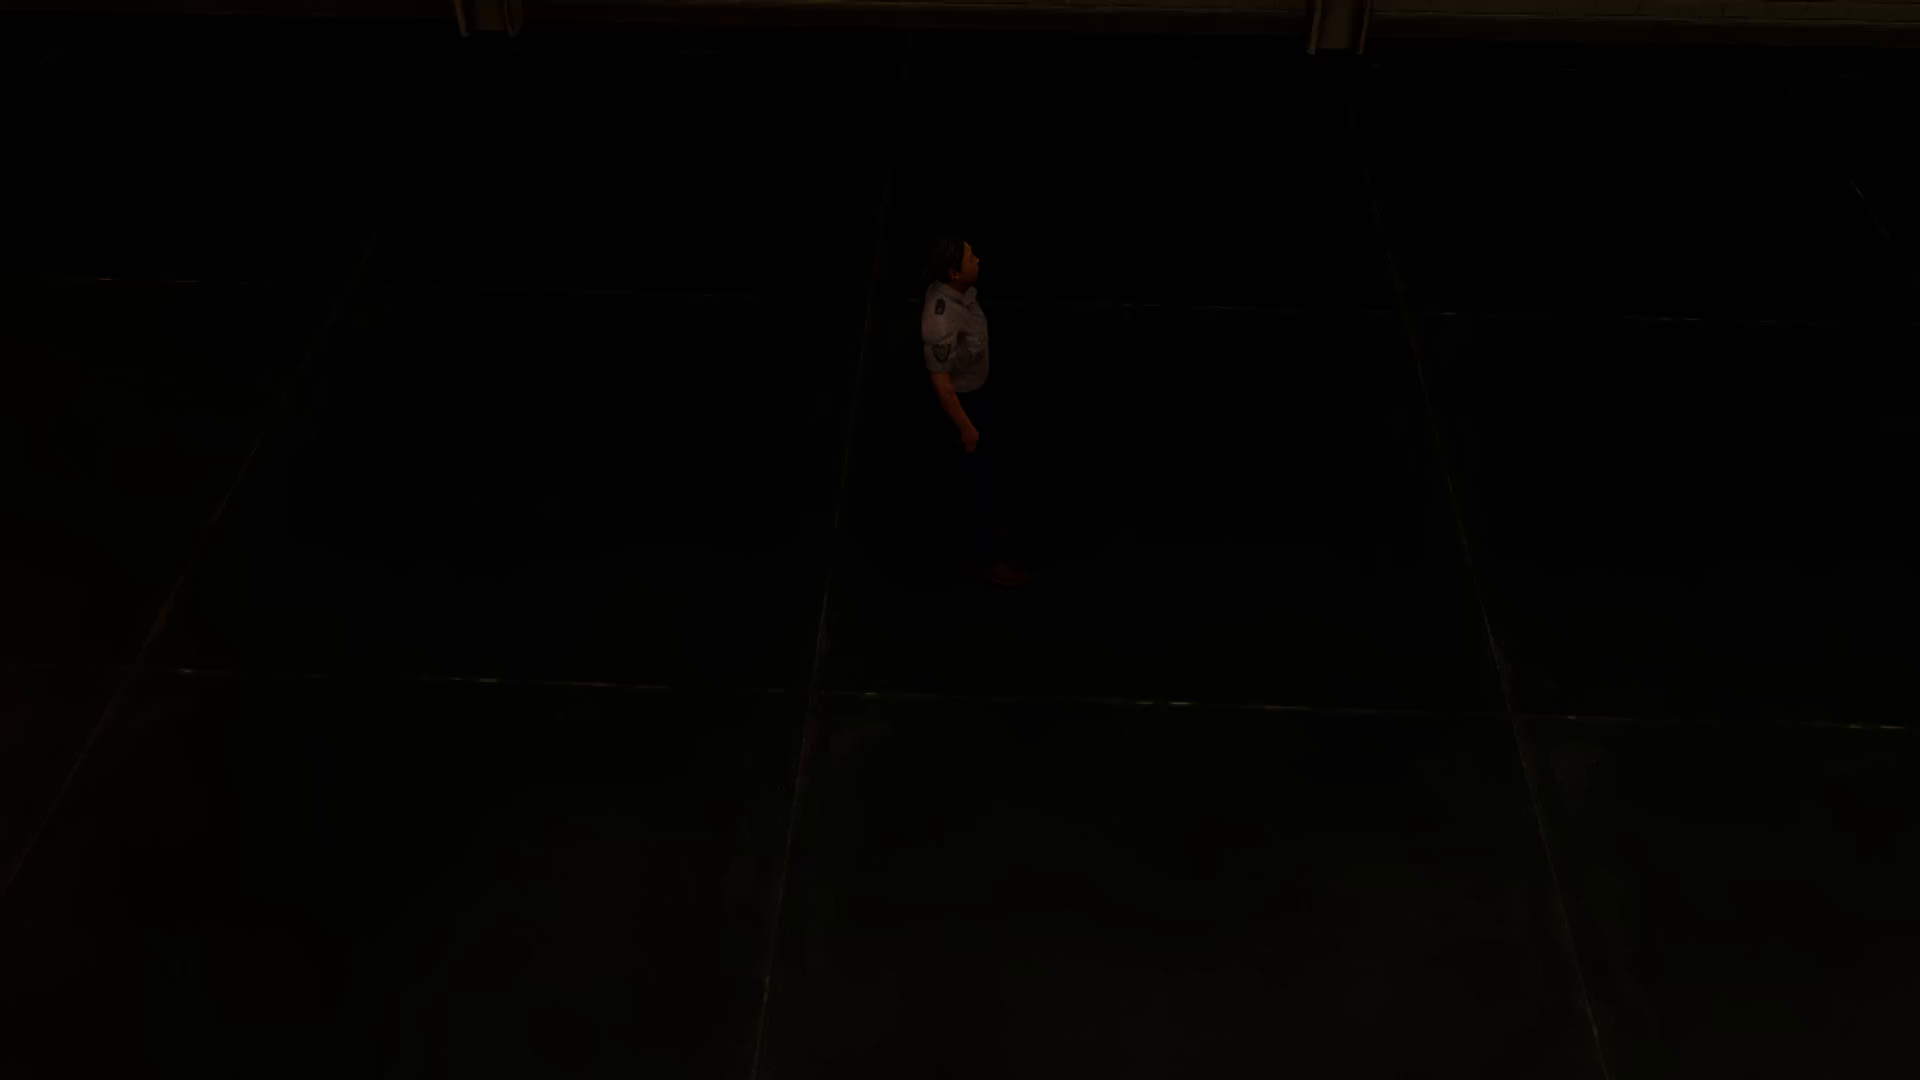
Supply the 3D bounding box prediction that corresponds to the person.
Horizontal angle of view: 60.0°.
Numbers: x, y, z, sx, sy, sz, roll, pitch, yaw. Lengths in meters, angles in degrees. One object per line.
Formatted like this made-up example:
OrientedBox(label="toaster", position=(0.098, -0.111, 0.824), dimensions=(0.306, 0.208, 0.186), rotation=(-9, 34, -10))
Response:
OrientedBox(label="person", position=(0.089, -0.591, 7.340), dimensions=(0.502, 1.637, 0.599), rotation=(2, 42, 2))
